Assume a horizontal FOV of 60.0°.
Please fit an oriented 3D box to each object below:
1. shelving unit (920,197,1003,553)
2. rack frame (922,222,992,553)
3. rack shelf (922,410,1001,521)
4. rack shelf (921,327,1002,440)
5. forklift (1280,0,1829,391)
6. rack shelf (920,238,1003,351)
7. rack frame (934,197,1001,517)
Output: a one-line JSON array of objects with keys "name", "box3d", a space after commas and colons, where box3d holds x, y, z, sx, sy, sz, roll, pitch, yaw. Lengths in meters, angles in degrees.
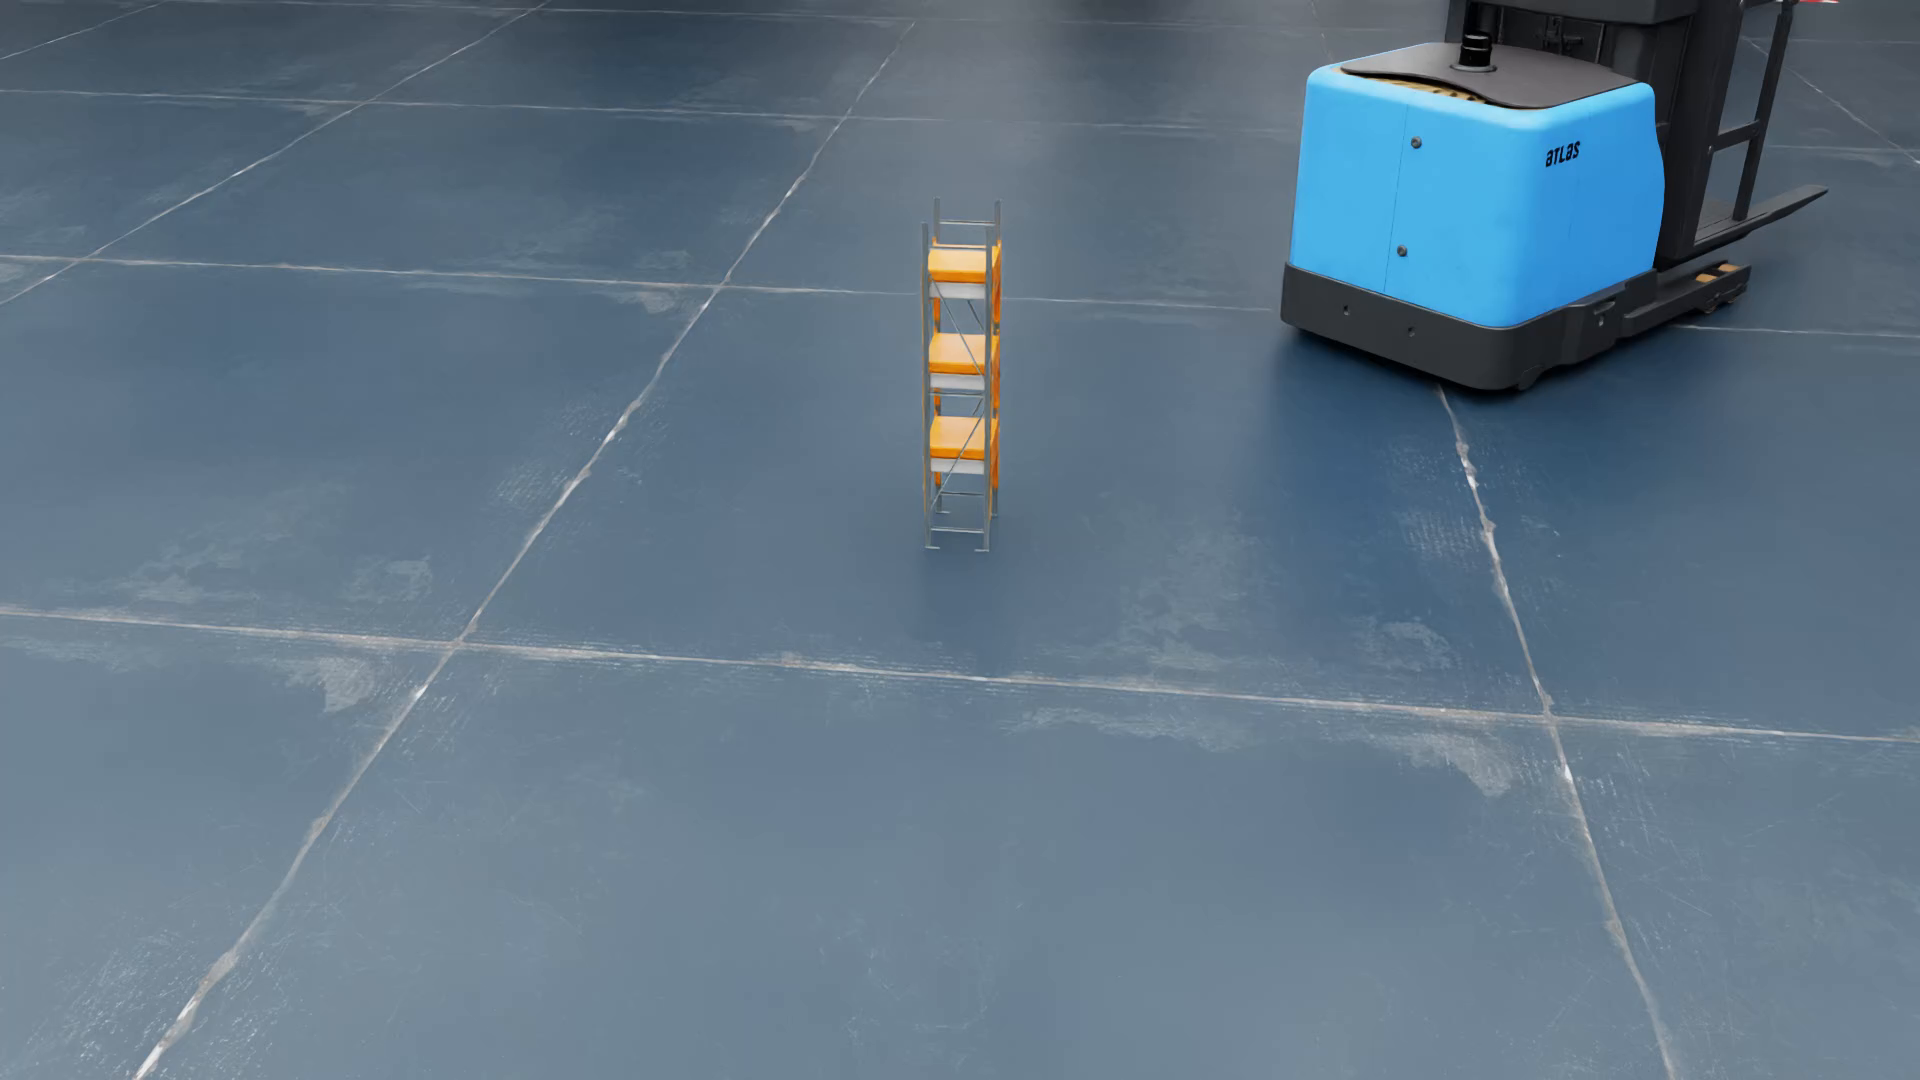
[{"name": "shelving unit", "box3d": [0.007, -0.487, 5.048, 0.215, 1.050, 0.252, 3, 28, 6]}, {"name": "rack frame", "box3d": [-0.008, -0.430, 4.941, 0.200, 1.050, 0.008, 3, 28, 6]}, {"name": "rack shelf", "box3d": [0.007, -0.233, 5.185, 0.215, 0.259, 0.240, 3, 28, 6]}, {"name": "rack shelf", "box3d": [0.007, -0.478, 5.053, 0.215, 0.259, 0.240, 3, 28, 6]}, {"name": "forklift", "box3d": [2.751, -2.414, 6.641, 3.031, 2.935, 1.130, -22, 35, -35]}, {"name": "rack shelf", "box3d": [0.007, -0.728, 4.918, 0.215, 0.259, 0.240, 3, 28, 6]}, {"name": "rack frame", "box3d": [0.022, -0.545, 5.154, 0.200, 1.050, 0.008, 3, 28, 6]}]
